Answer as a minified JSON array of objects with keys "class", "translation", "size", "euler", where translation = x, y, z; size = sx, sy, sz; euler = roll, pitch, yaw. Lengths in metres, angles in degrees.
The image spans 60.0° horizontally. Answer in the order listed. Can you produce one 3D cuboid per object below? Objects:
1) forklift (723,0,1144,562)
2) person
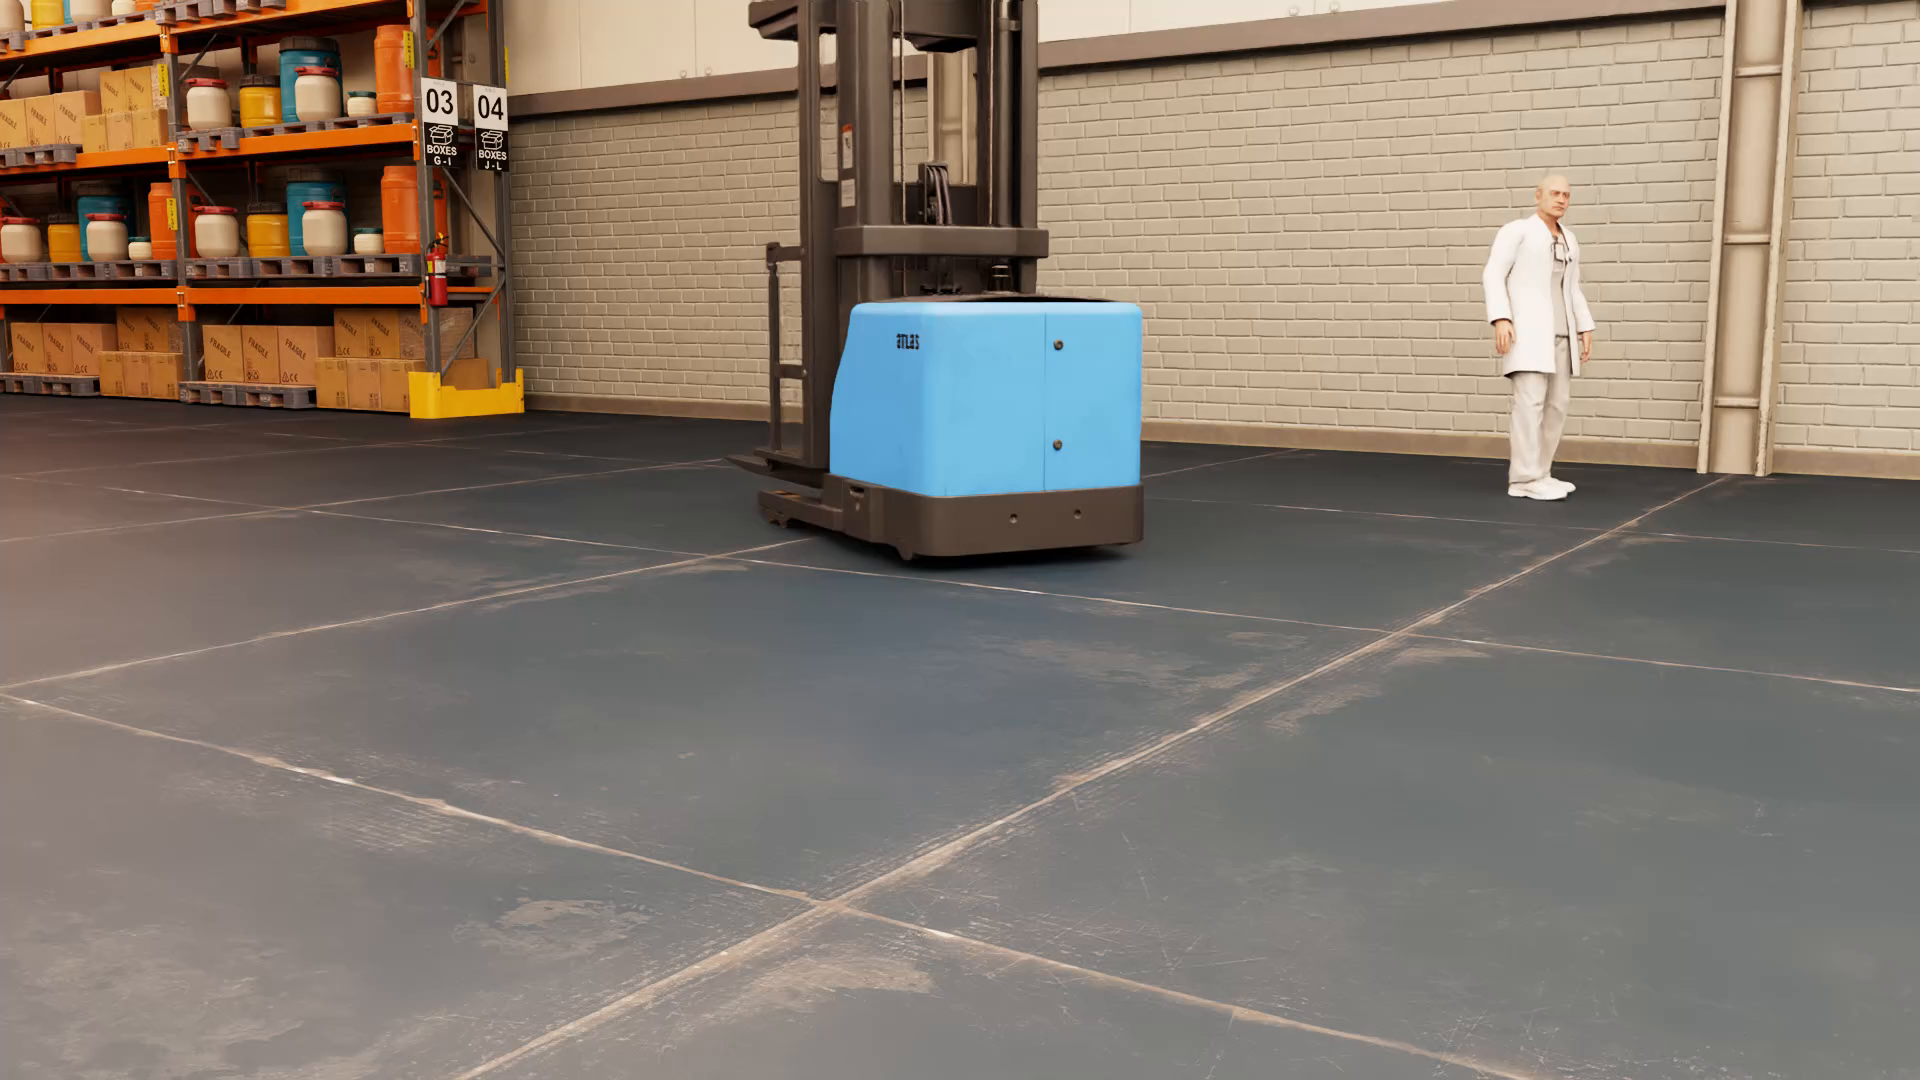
[{"class":"forklift","translation":[-0.339,-1.532,7.964],"size":[1.130,2.935,3.031],"euler":[-4,9,-27]},{"class":"person","translation":[3.305,-1.131,9.245],"size":[0.749,1.778,0.561],"euler":[-5,9,-31]}]
